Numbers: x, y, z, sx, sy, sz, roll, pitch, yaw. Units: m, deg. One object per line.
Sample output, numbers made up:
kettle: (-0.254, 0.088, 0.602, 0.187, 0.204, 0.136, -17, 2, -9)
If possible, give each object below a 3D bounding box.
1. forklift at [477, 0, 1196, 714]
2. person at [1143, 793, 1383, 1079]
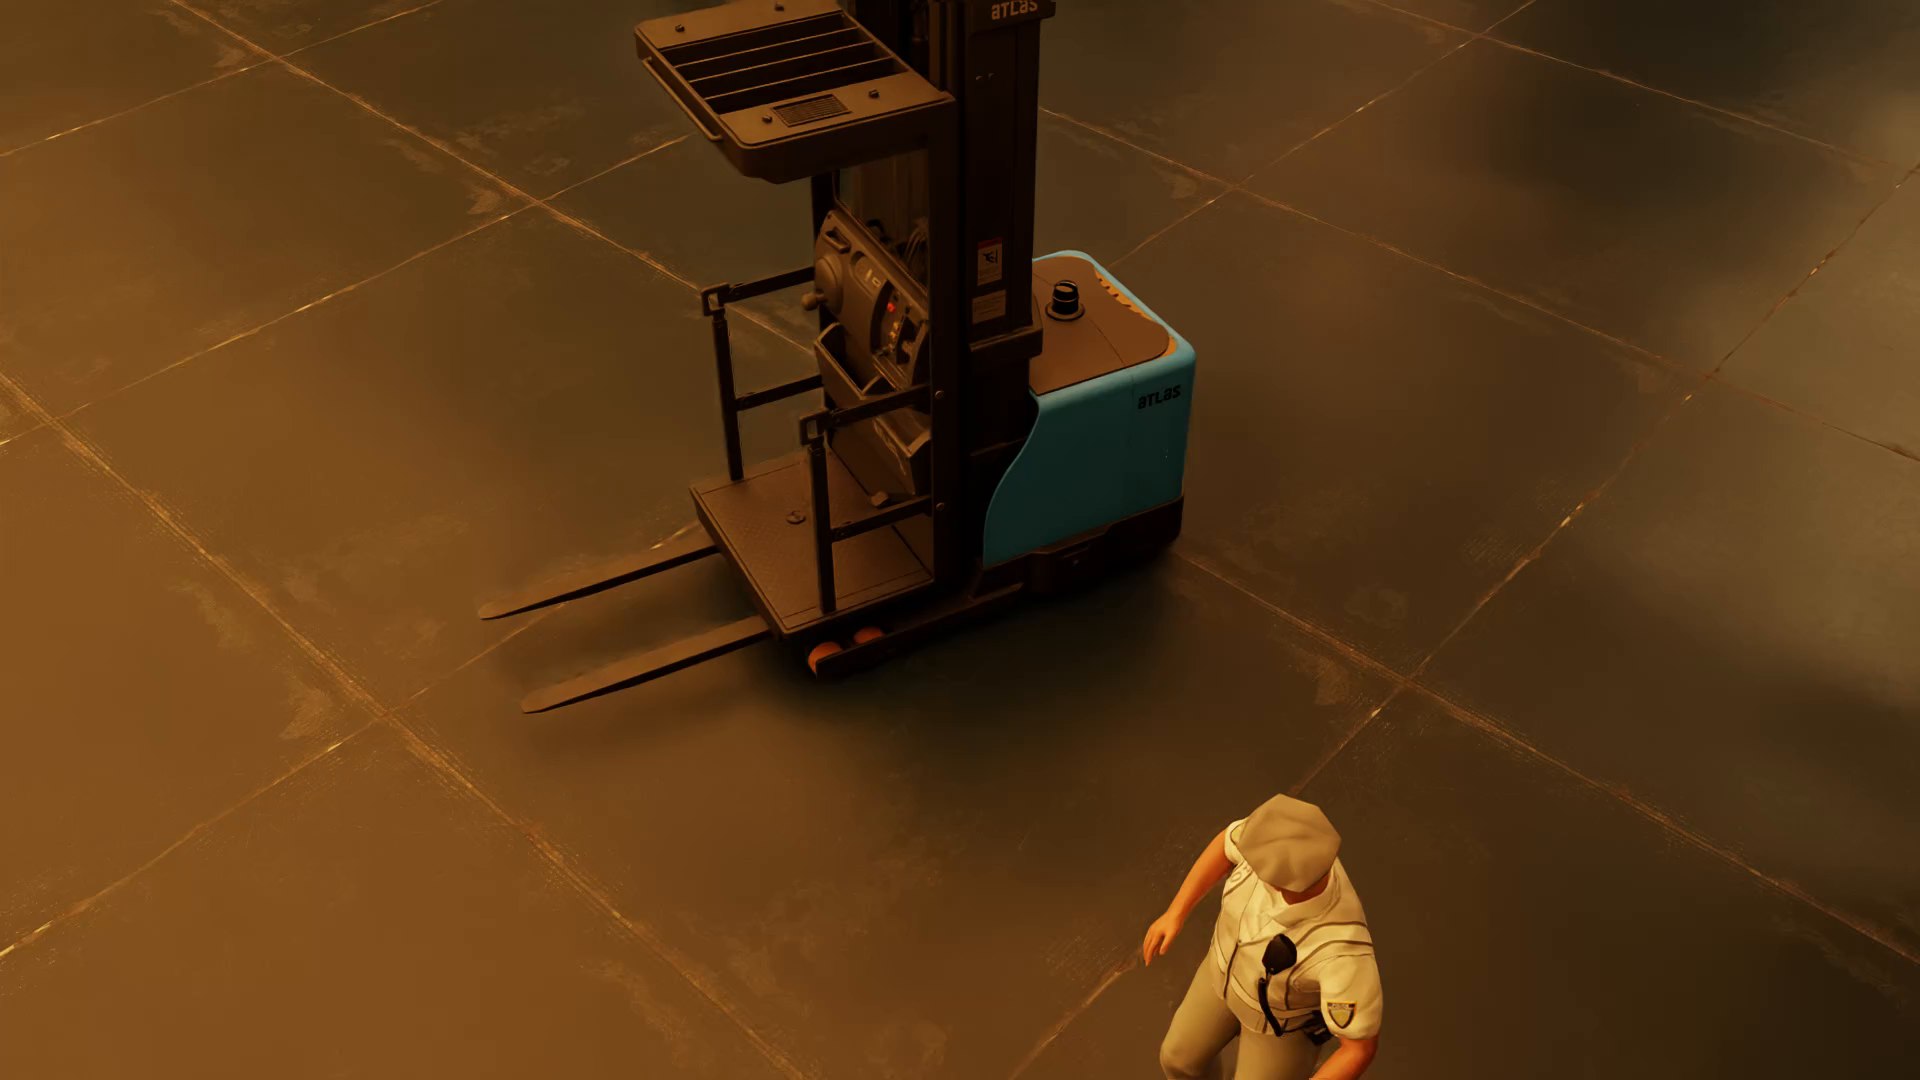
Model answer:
forklift: (-0.537, -0.917, 6.497, 3.031, 2.935, 1.130, -19, 44, -21)
person: (0.876, 1.359, 4.809, 0.573, 1.711, 0.771, -21, 45, -23)
